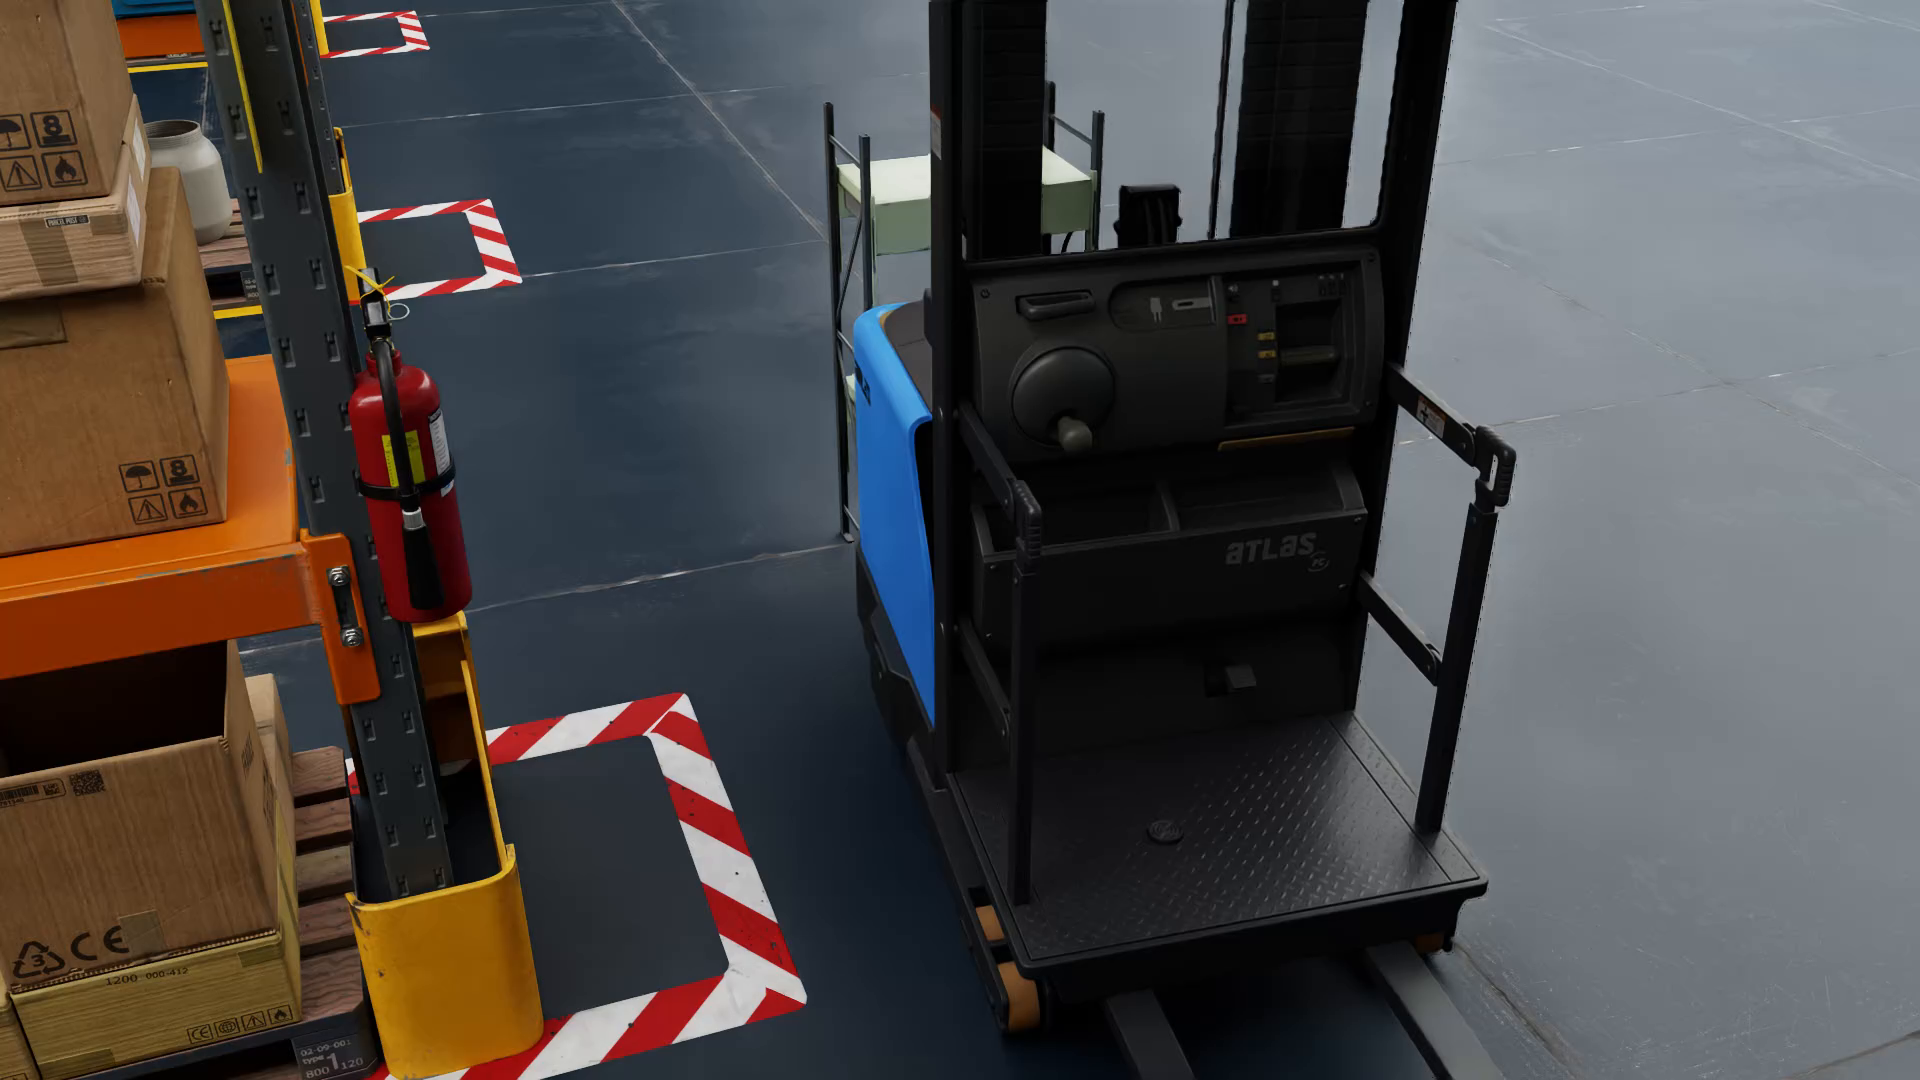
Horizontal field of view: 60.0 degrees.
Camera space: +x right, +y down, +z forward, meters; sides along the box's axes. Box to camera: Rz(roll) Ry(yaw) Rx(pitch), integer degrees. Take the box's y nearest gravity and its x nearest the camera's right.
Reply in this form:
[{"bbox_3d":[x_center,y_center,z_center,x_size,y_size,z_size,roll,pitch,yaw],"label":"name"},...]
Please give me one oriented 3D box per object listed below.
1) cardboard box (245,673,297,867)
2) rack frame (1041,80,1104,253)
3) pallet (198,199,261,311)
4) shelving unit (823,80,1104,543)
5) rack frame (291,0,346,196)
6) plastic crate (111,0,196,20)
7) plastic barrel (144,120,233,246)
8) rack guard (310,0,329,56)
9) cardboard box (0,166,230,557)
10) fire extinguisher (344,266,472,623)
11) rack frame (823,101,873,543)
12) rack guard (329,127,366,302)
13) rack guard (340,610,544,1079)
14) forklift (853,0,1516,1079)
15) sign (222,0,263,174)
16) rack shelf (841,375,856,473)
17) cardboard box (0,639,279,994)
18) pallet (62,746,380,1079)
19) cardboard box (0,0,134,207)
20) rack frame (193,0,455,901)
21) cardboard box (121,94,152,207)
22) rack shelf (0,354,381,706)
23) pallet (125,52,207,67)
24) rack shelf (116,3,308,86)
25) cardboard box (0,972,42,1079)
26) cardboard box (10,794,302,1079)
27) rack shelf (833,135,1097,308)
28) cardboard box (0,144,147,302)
[{"bbox_3d":[-1.896,0.602,4.016,0.500,0.250,0.500,-10,31,-18],"label":"cardboard box"},{"bbox_3d":[0.349,-0.716,5.492,0.023,1.500,0.400,-10,31,-18],"label":"rack frame"},{"bbox_3d":[-3.858,-1.314,7.843,1.213,0.211,1.003,-10,31,-18],"label":"pallet"},{"bbox_3d":[0.006,-0.653,5.381,0.755,1.500,0.431,-10,31,-18],"label":"shelving unit"},{"bbox_3d":[-3.040,-2.698,7.456,0.127,3.000,1.000,-10,31,-18],"label":"rack frame"},{"bbox_3d":[-3.404,-2.408,7.097,0.616,0.251,0.499,-10,31,-18],"label":"plastic crate"},{"bbox_3d":[-3.630,-1.651,7.706,0.421,0.512,0.421,0,30,0],"label":"plastic barrel"},{"bbox_3d":[-4.838,-3.897,12.085,0.348,0.500,1.175,-10,31,-18],"label":"rack guard"},{"bbox_3d":[-1.758,-0.368,3.265,0.500,0.500,0.700,-10,31,-18],"label":"cardboard box"},{"bbox_3d":[-1.043,-0.171,3.098,0.183,0.674,0.296,-10,31,-18],"label":"fire extinguisher"},{"bbox_3d":[-0.337,-0.590,5.270,0.023,1.500,0.400,-10,31,-18],"label":"rack frame"},{"bbox_3d":[-3.094,-1.577,8.013,0.348,0.500,1.175,-10,31,-18],"label":"rack guard"},{"bbox_3d":[-1.293,0.682,4.047,0.348,0.500,1.175,-10,31,-18],"label":"rack guard"},{"bbox_3d":[0.540,-0.364,3.429,1.130,2.935,3.031,-7,30,-12],"label":"forklift"},{"bbox_3d":[-1.140,-0.751,2.630,0.005,0.325,0.100,-10,31,-18],"label":"sign"},{"bbox_3d":[0.006,-0.370,5.542,0.720,0.370,0.431,-10,31,-18],"label":"rack shelf"},{"bbox_3d":[-1.715,0.518,3.407,0.500,0.500,0.500,-10,31,-18],"label":"cardboard box"},{"bbox_3d":[-2.018,0.963,3.846,1.213,0.211,1.003,-10,31,-18],"label":"pallet"},{"bbox_3d":[-1.807,-0.923,2.928,0.500,0.500,0.700,-10,31,-17],"label":"cardboard box"},{"bbox_3d":[-1.316,-0.400,3.421,0.127,3.000,1.000,-10,31,-18],"label":"rack frame"},{"bbox_3d":[-1.759,-0.757,3.292,0.250,0.149,0.380,-11,31,-18],"label":"cardboard box"},{"bbox_3d":[-3.190,0.258,2.993,4.000,0.370,1.077,-10,31,-18],"label":"rack shelf"},{"bbox_3d":[-5.612,-3.648,11.939,1.213,0.211,1.003,-10,31,-18],"label":"pallet"},{"bbox_3d":[-4.914,-2.040,7.028,4.000,0.370,1.077,-10,31,-18],"label":"rack shelf"},{"bbox_3d":[-2.180,0.934,3.433,0.500,0.250,0.500,-10,31,-18],"label":"cardboard box"},{"bbox_3d":[-1.715,0.842,3.595,0.500,0.250,0.500,-10,31,-18],"label":"cardboard box"},{"bbox_3d":[0.006,-0.992,5.188,0.720,0.370,0.431,-10,31,-18],"label":"rack shelf"},{"bbox_3d":[-1.607,-0.570,2.965,0.250,0.149,0.380,-11,31,-18],"label":"cardboard box"}]
